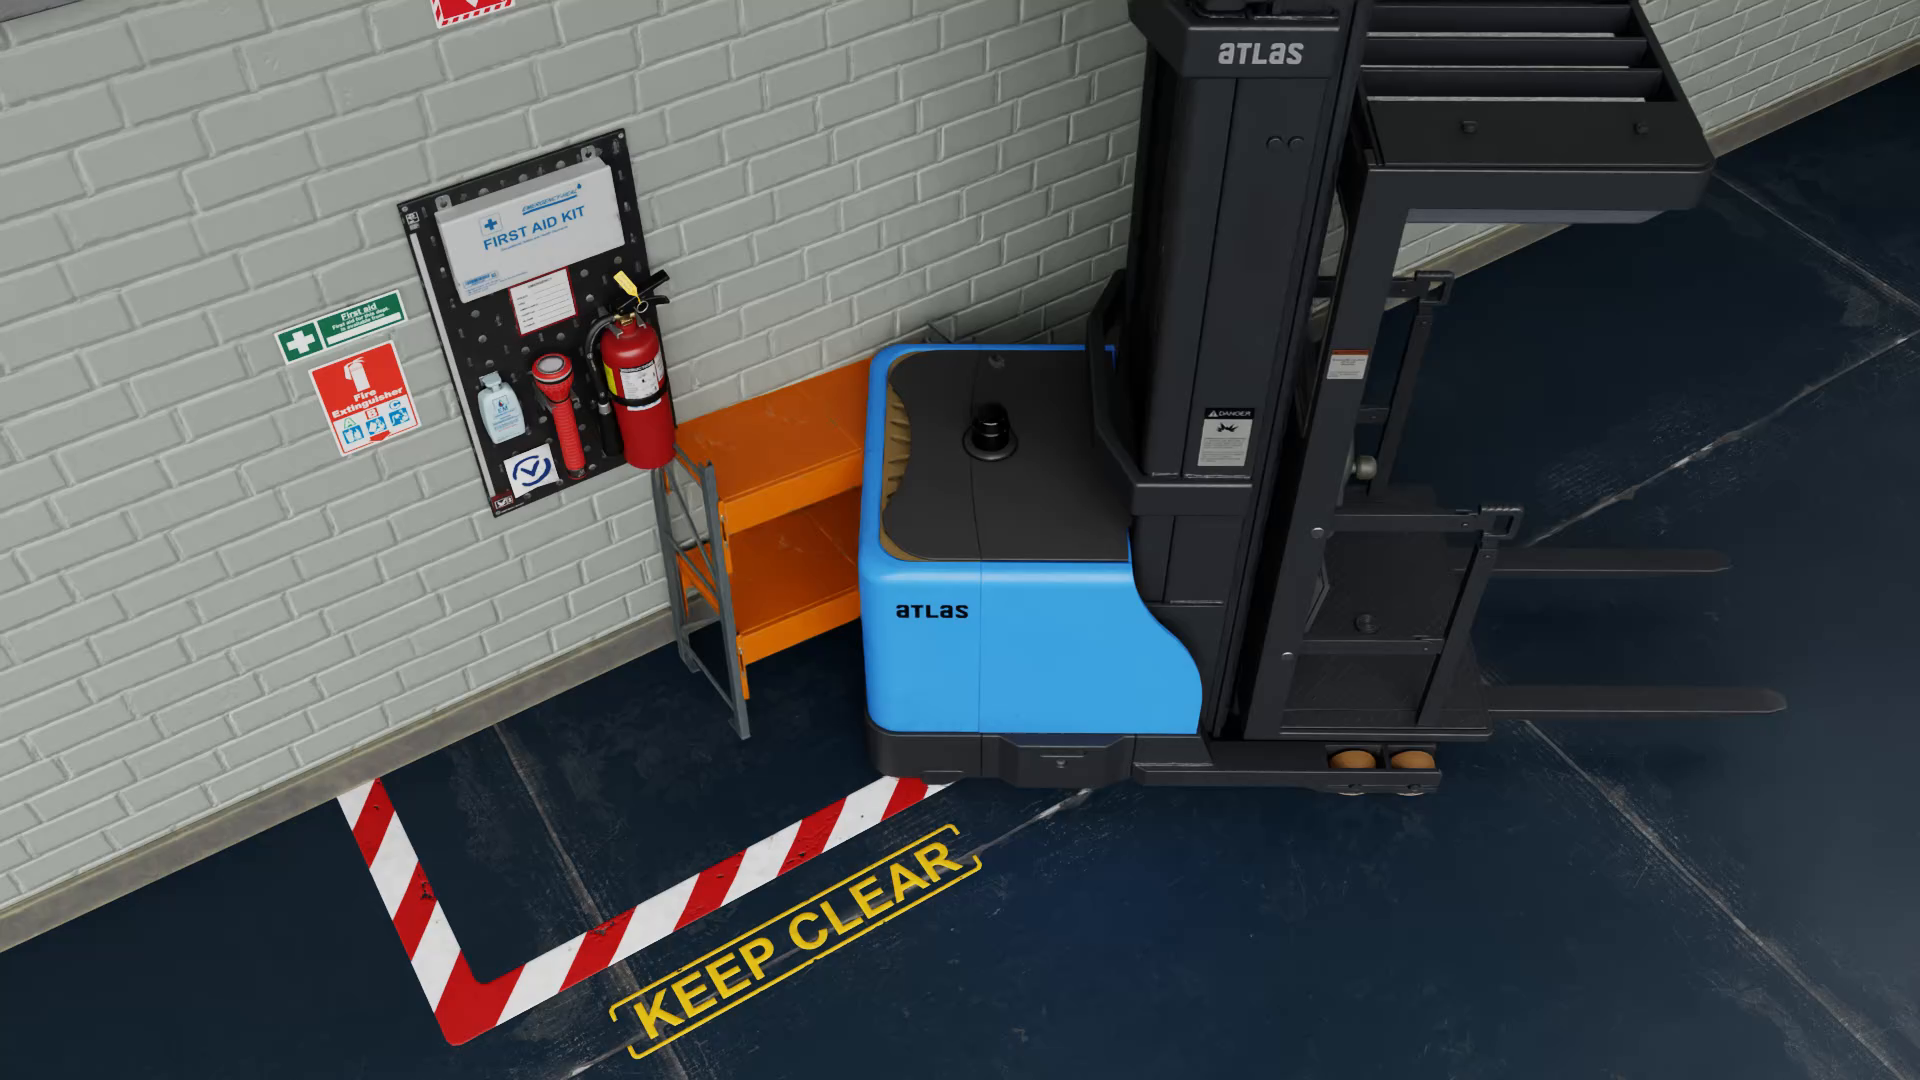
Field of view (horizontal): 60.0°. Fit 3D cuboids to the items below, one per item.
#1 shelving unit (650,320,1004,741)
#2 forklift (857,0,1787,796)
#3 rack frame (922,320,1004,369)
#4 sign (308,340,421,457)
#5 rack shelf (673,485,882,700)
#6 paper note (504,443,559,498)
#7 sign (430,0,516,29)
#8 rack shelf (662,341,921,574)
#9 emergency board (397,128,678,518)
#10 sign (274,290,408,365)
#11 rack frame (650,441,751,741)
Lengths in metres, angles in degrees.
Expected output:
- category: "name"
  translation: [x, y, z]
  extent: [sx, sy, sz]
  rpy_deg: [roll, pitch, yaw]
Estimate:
- category: "shelving unit"
  translation: [-0.427, -0.081, 5.577]
  extent: [1.048, 1.125, 0.538]
  rpy_deg: [-22, 43, -24]
- category: "forklift"
  translation: [1.208, -0.532, 4.761]
  extent: [3.031, 2.935, 1.130]
  rpy_deg: [0, 48, 0]
- category: "rack frame"
  translation: [0.003, -0.257, 5.785]
  extent: [0.032, 1.125, 0.500]
  rpy_deg: [-22, 43, -24]
- category: "sign"
  translation: [-1.628, -0.386, 4.561]
  extent: [0.234, 0.329, 0.001]
  rpy_deg: [-25, 53, -21]
- category: "rack shelf"
  translation: [-0.423, 0.109, 5.730]
  extent: [1.000, 0.278, 0.538]
  rpy_deg: [-22, 43, -24]
- category: "paper note"
  translation: [-1.292, -0.209, 5.018]
  extent: [0.142, 0.148, 0.016]
  rpy_deg: [-25, 53, -21]
- category: "sign"
  translation: [-1.165, -1.360, 3.900]
  extent: [0.199, 0.298, 0.001]
  rpy_deg: [-25, 53, -21]
- category: "rack shelf"
  translation: [-0.431, -0.309, 5.393]
  extent: [1.000, 0.278, 0.538]
  rpy_deg: [-22, 43, -24]
- category: "emergency board"
  translation: [-1.105, -0.529, 4.713]
  extent: [0.643, 1.169, 0.194]
  rpy_deg: [-25, 53, -21]
- category: "sign"
  translation: [-1.619, -0.558, 4.360]
  extent: [0.331, 0.109, 0.001]
  rpy_deg: [-25, 53, -21]
- category: "rack frame"
  translation: [-0.856, 0.095, 5.369]
  extent: [0.032, 1.125, 0.500]
  rpy_deg: [-22, 43, -24]
